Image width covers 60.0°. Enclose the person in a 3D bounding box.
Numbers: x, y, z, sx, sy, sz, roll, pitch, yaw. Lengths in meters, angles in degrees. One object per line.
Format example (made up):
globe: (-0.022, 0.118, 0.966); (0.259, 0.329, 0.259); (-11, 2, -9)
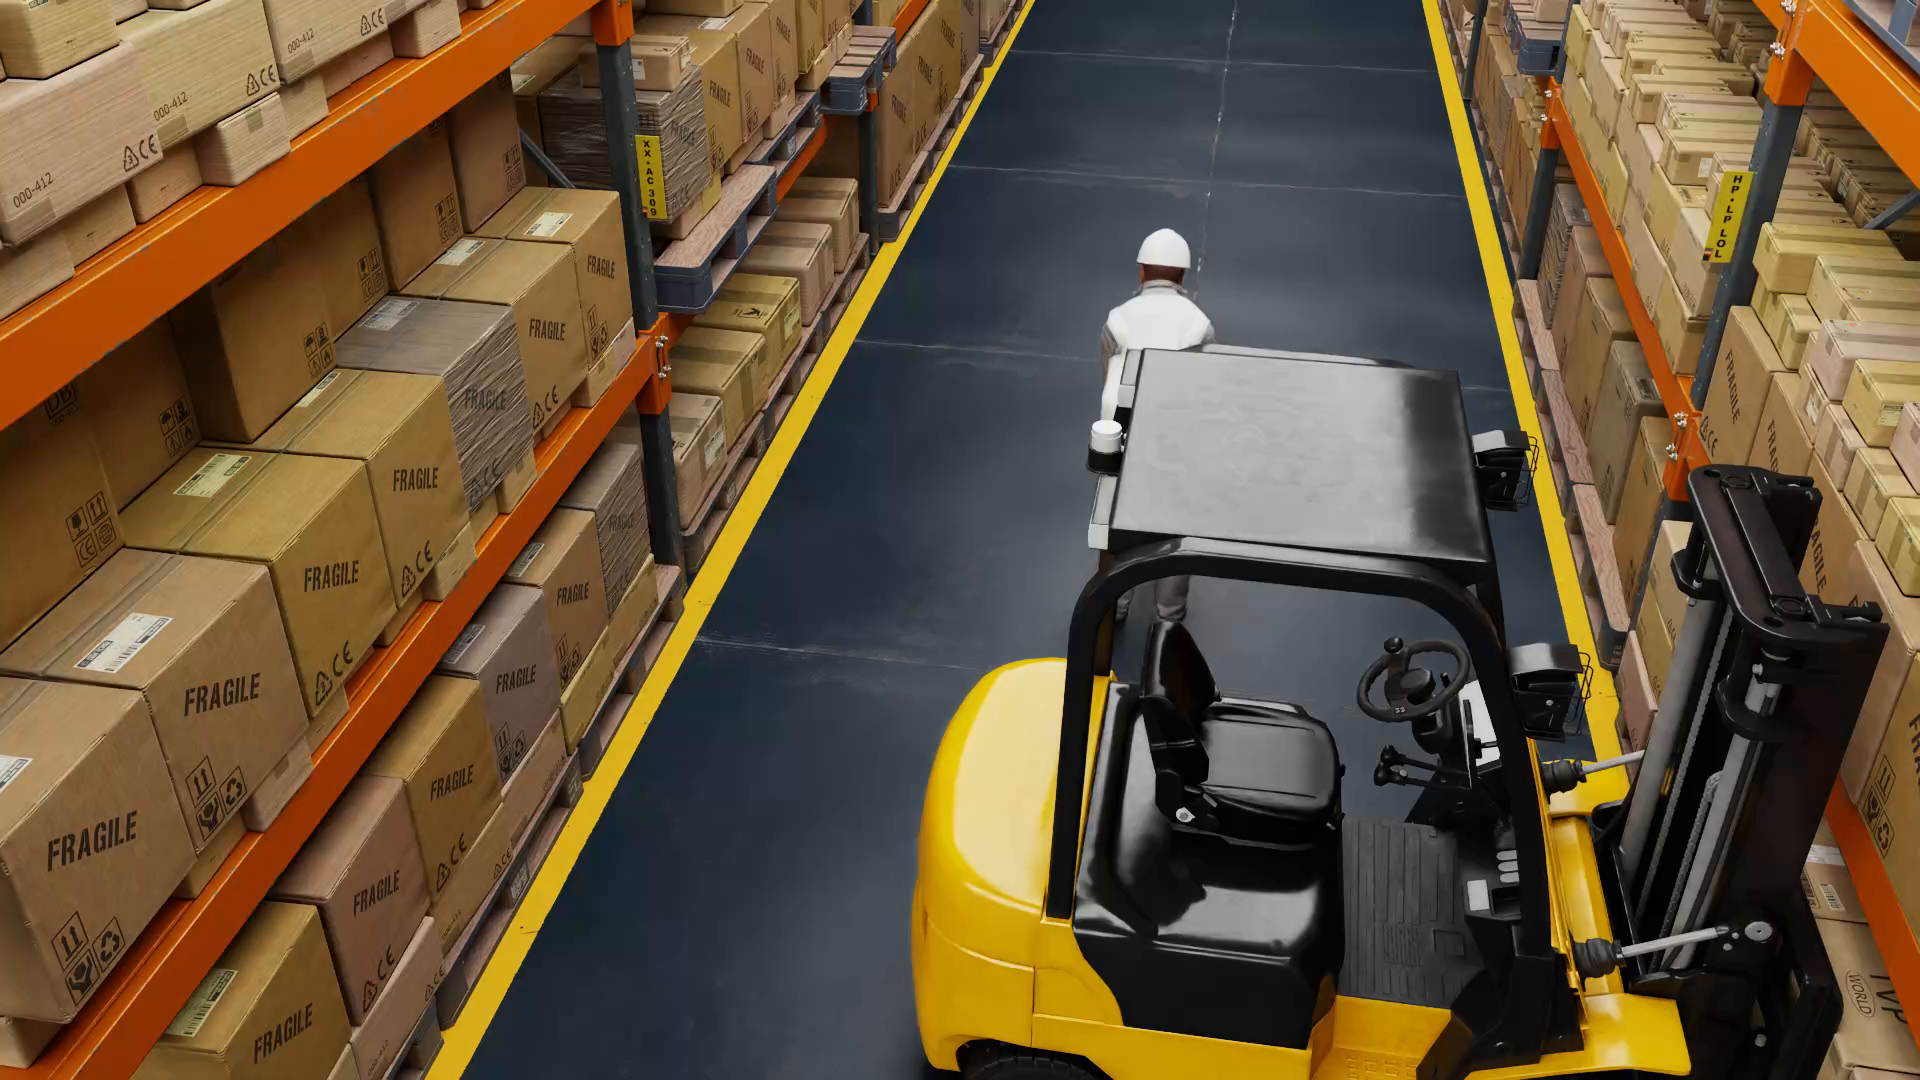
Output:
person: (0.802, -0.444, 6.960); (0.475, 1.627, 0.758); (5, 32, 7)
